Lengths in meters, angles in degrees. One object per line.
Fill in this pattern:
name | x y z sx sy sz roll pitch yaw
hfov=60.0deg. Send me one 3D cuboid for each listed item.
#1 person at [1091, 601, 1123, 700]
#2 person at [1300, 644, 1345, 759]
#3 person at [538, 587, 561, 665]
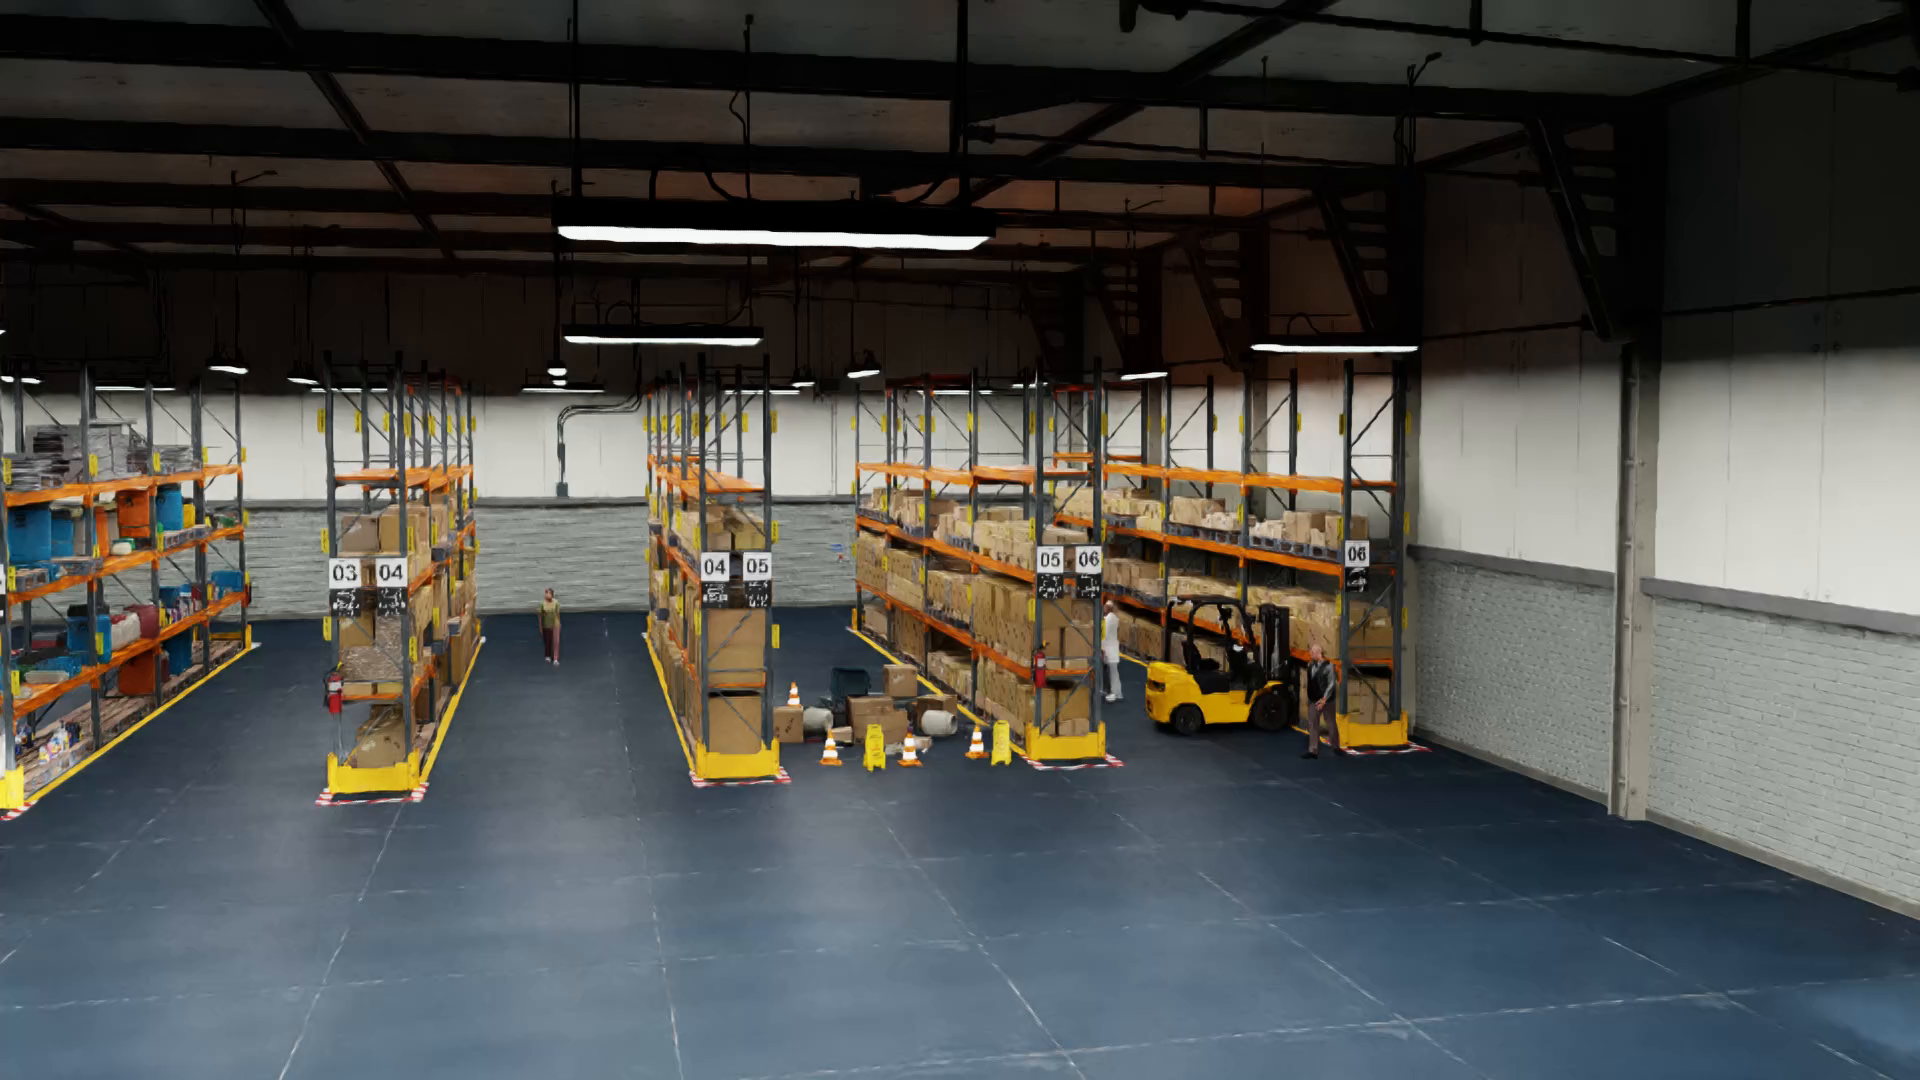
person | 2.680 1.993 30.243 0.629 1.773 0.678 1 4 16
person | 5.439 2.418 24.969 0.701 1.711 0.554 -4 5 -42
person | -8.559 1.776 34.653 0.448 1.588 1.095 -1 4 -11
